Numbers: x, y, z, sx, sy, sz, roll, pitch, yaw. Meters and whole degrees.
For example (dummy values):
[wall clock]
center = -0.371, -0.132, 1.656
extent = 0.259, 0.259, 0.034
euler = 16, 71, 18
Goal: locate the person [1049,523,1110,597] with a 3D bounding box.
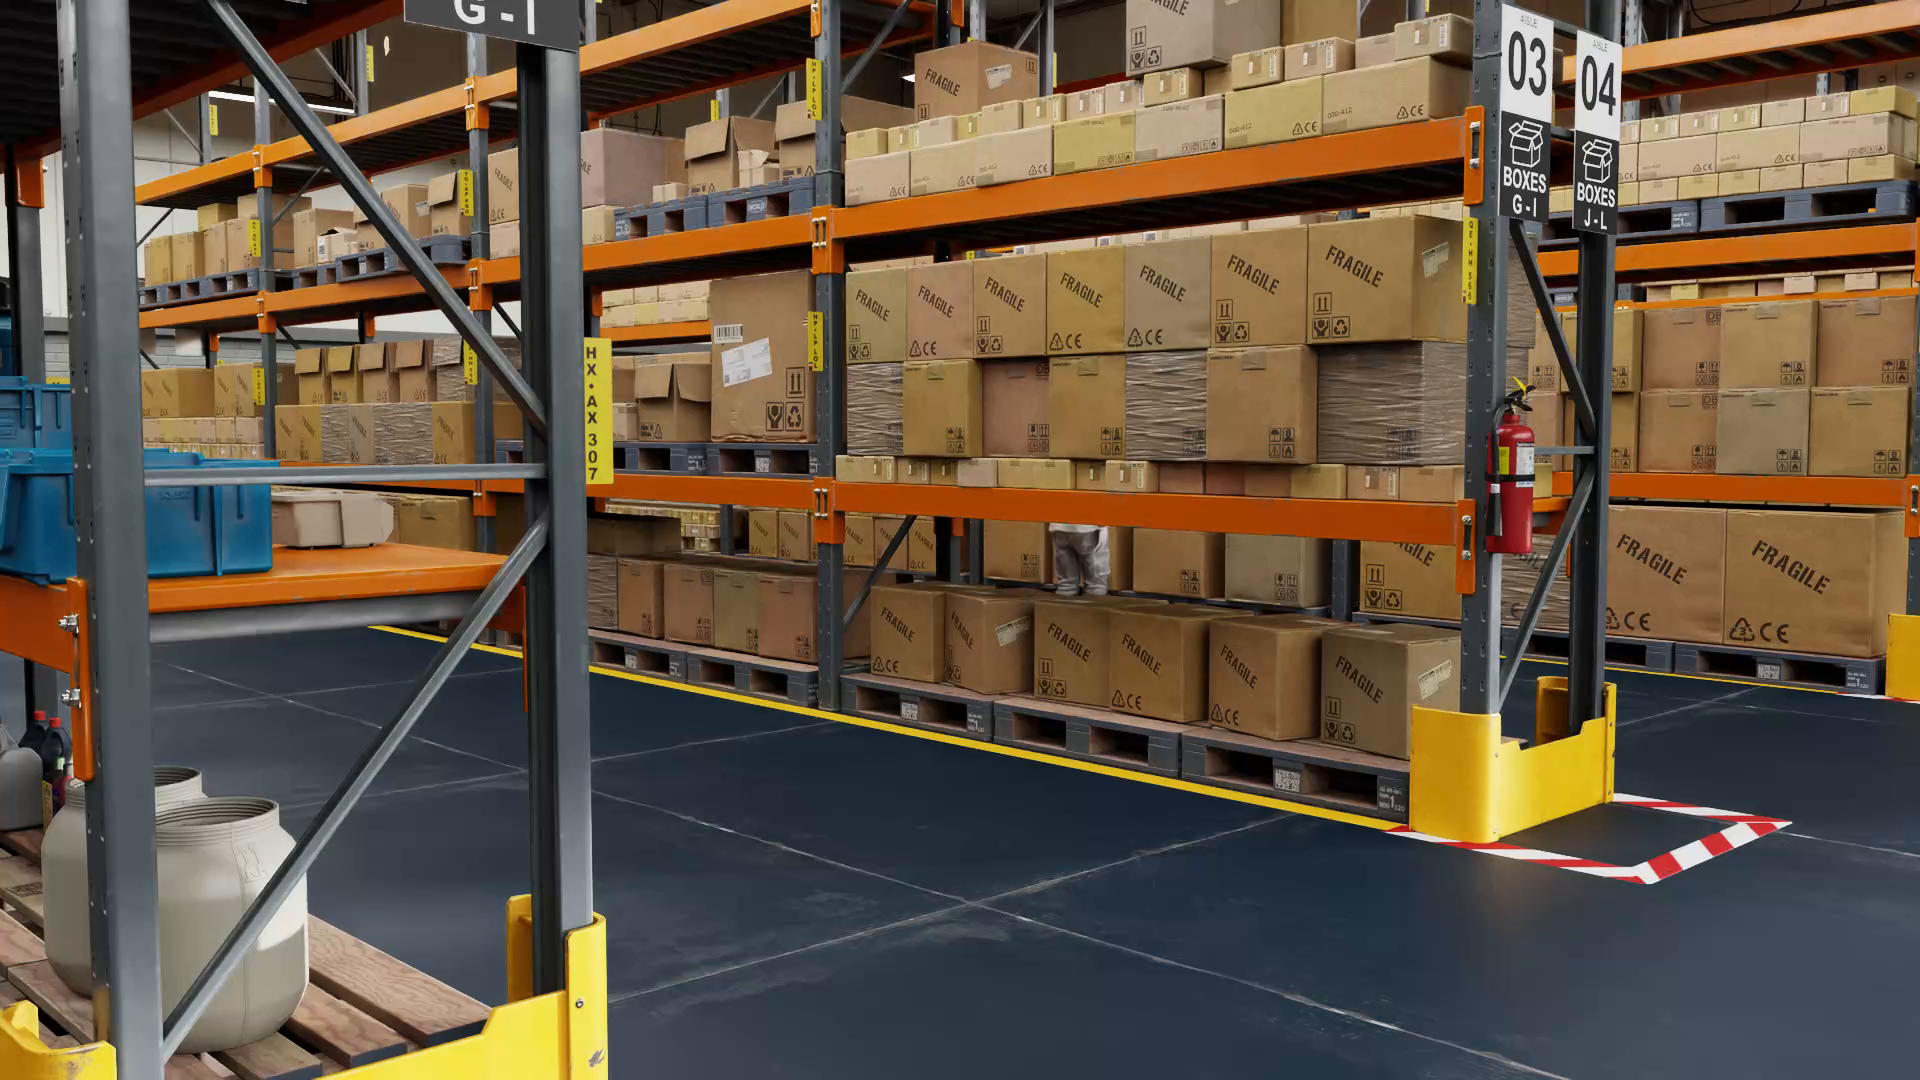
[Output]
[person]
center = 0.813, -0.059, 11.512
extent = 0.370, 1.772, 0.551
euler = -4, 5, -43
